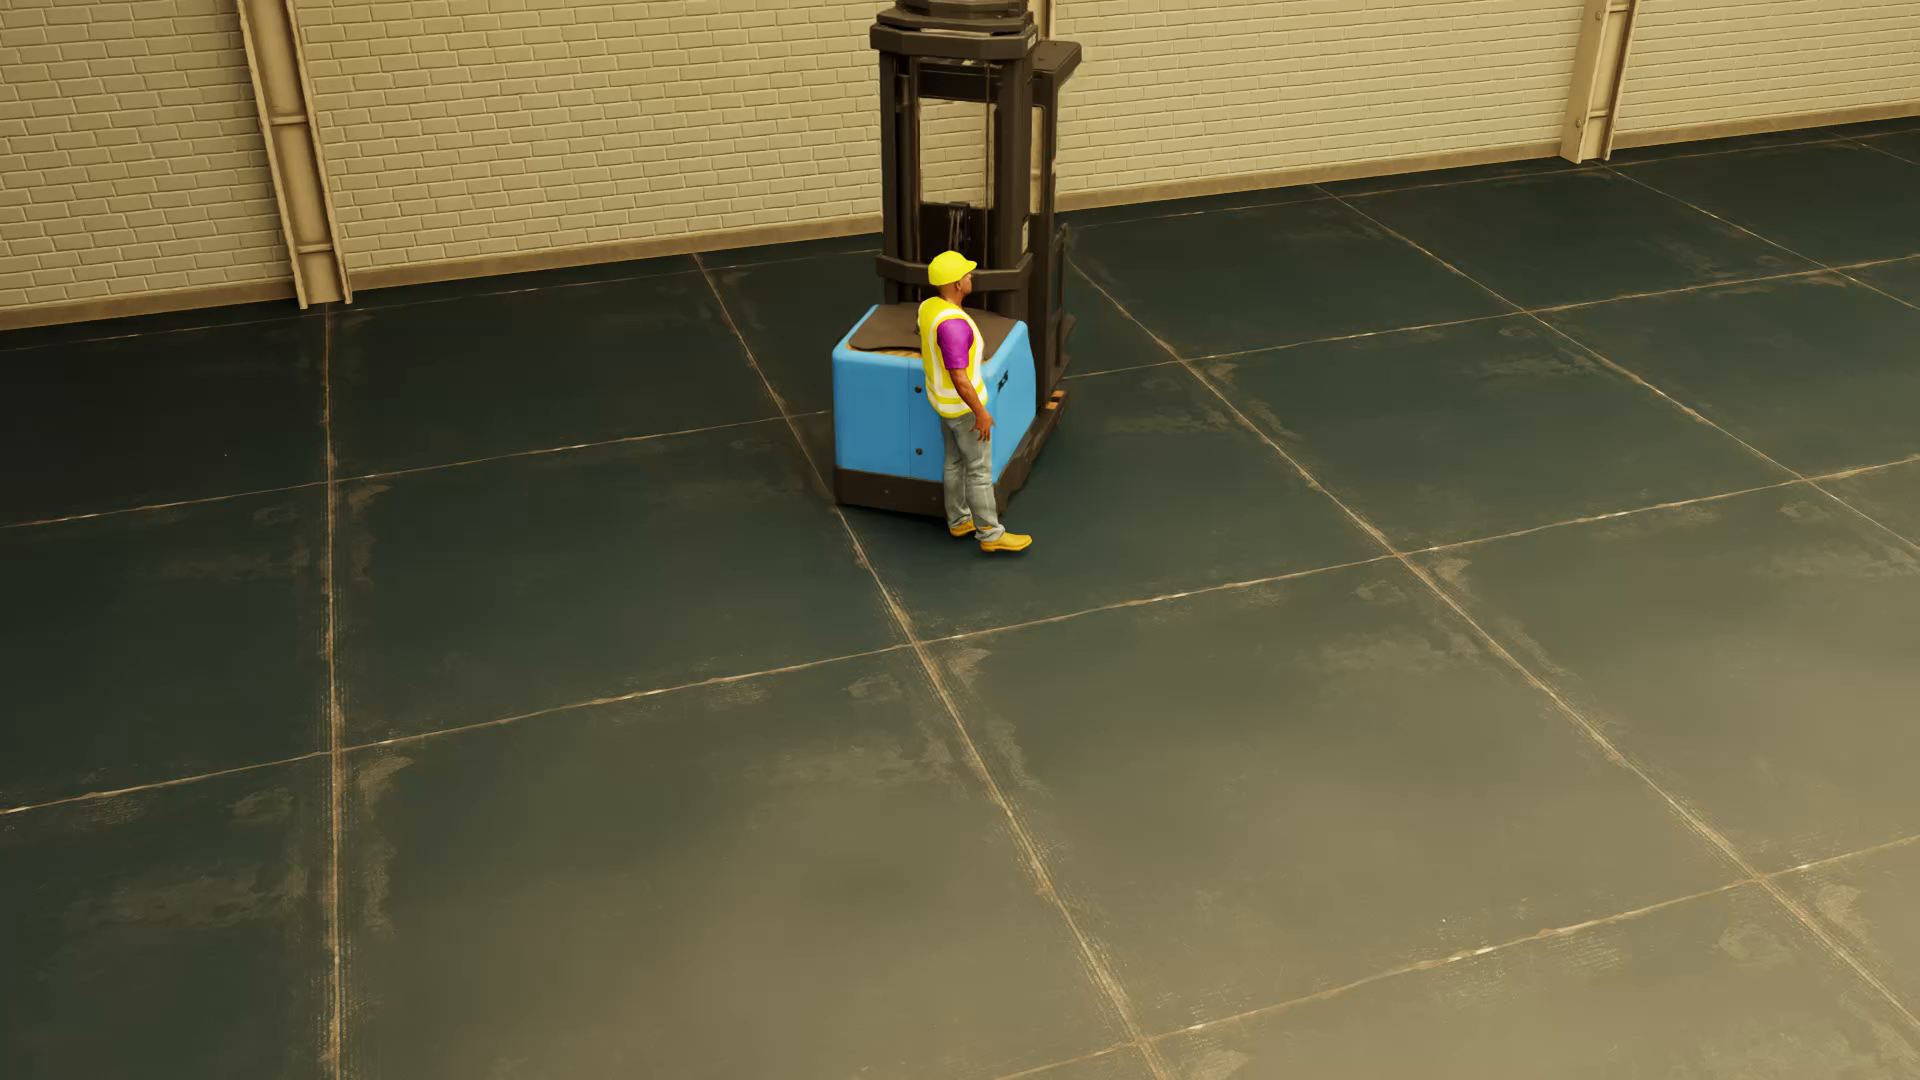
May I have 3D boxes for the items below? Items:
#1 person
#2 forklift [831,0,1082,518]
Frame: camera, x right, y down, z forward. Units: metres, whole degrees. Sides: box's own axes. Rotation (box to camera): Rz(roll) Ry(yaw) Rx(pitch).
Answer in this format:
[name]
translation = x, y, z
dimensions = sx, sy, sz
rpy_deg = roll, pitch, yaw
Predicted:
[person]
translation = 0.068, -0.815, 9.575
dimensions = 0.577, 1.765, 0.665
rpy_deg = -10, 31, -16
[forklift]
translation = 0.125, -2.097, 10.731
dimensions = 1.130, 2.935, 3.031
rpy_deg = 8, 31, 14
